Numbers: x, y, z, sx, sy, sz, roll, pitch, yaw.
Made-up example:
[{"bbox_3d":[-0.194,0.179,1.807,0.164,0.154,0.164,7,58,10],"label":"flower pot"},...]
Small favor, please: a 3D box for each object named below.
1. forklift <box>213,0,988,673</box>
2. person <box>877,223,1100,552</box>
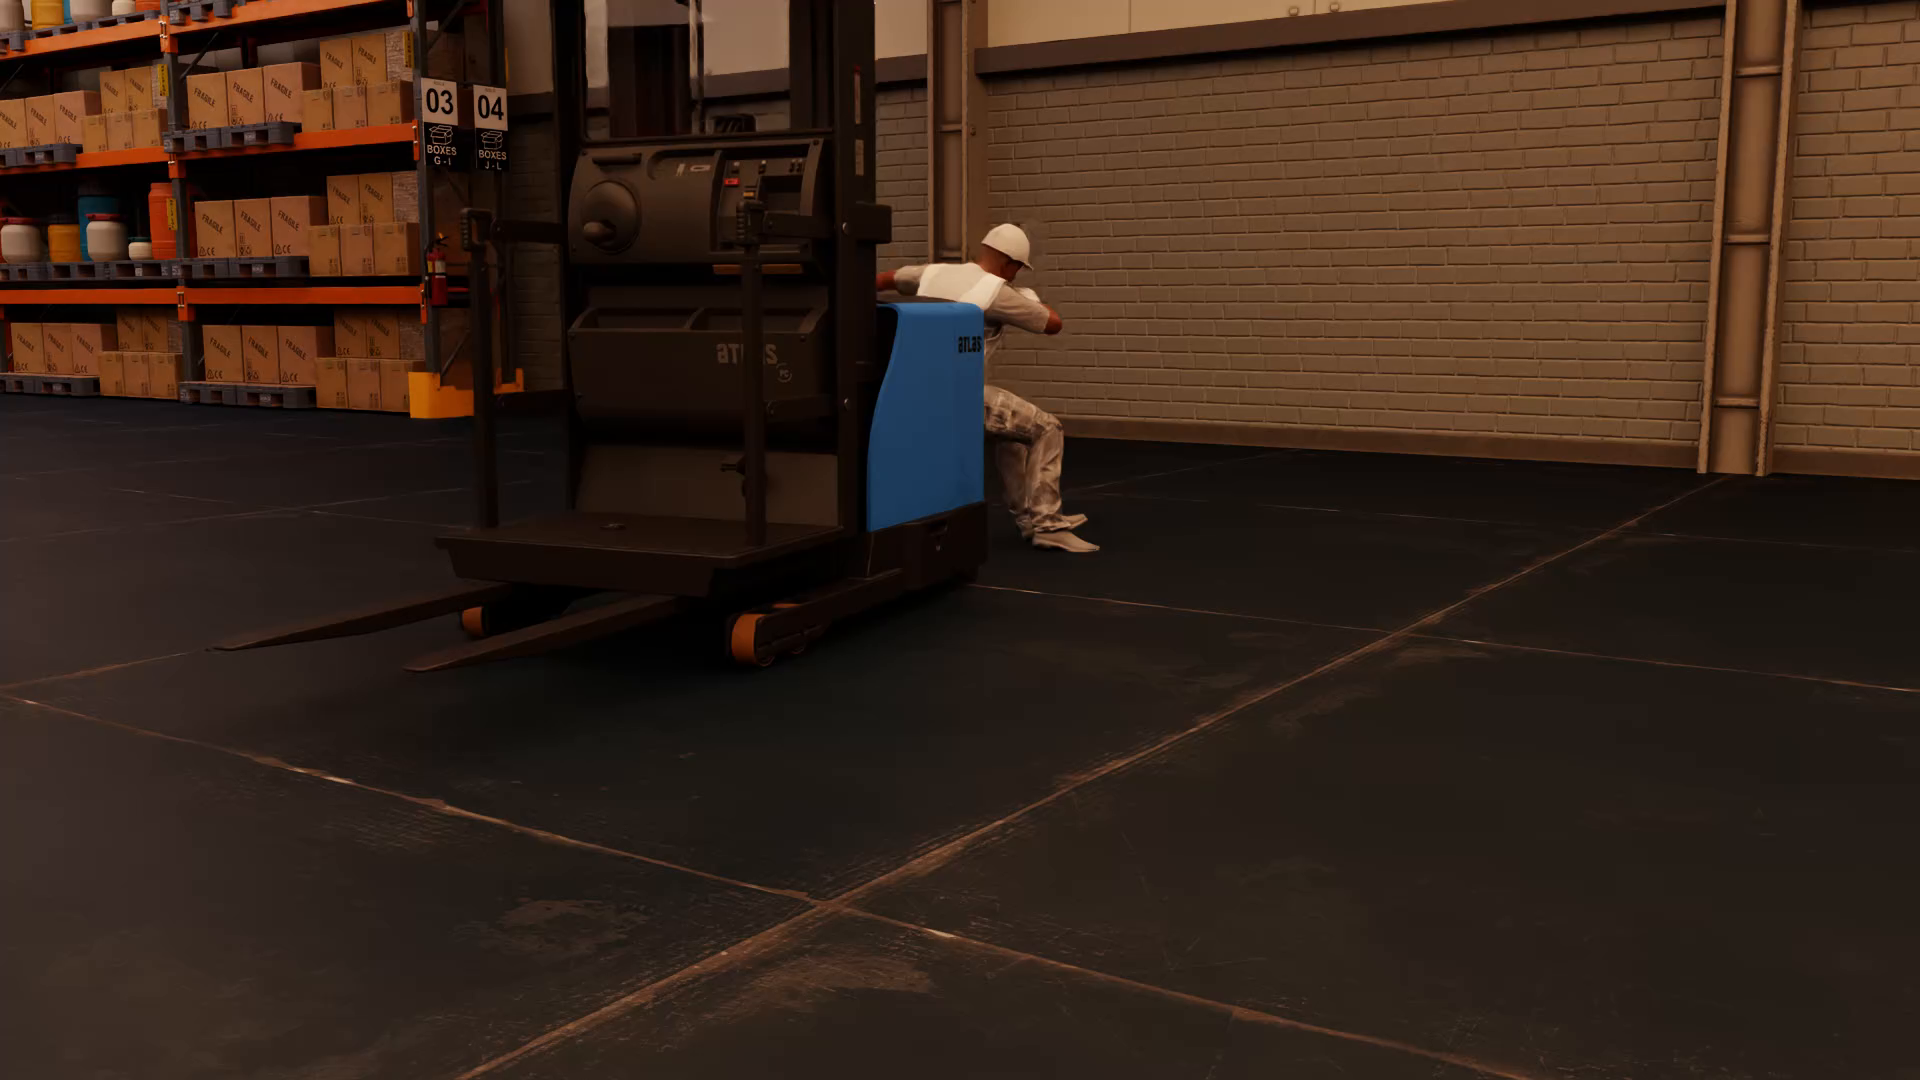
[{"bbox_3d":[-0.950,-1.140,5.209,1.130,2.935,3.031,4,9,24],"label":"forklift"},{"bbox_3d":[0.032,-0.704,7.595,0.859,1.449,1.336,-5,10,-34],"label":"person"}]
